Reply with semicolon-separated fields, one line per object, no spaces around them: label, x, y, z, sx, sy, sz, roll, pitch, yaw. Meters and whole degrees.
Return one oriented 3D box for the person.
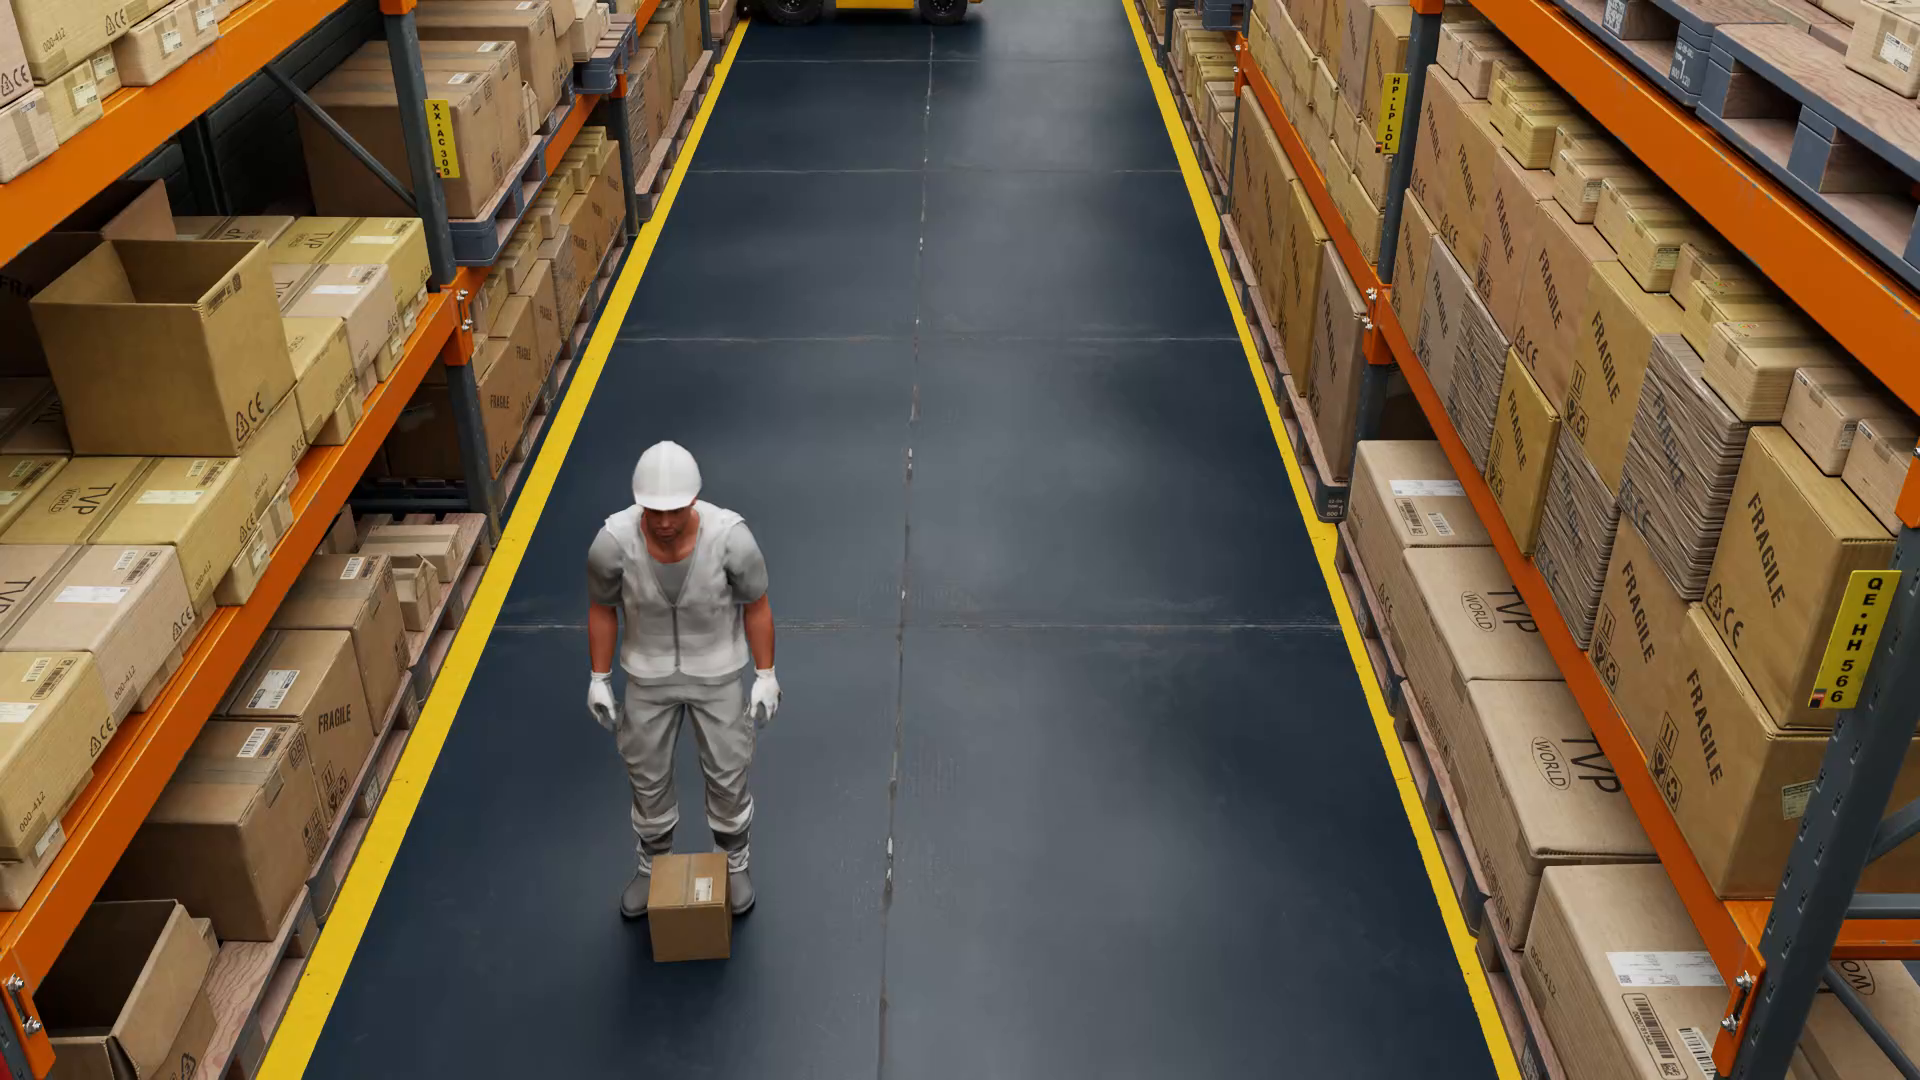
person;-0.889;0.458;5.364;0.623;1.780;0.450;-1;31;-2
